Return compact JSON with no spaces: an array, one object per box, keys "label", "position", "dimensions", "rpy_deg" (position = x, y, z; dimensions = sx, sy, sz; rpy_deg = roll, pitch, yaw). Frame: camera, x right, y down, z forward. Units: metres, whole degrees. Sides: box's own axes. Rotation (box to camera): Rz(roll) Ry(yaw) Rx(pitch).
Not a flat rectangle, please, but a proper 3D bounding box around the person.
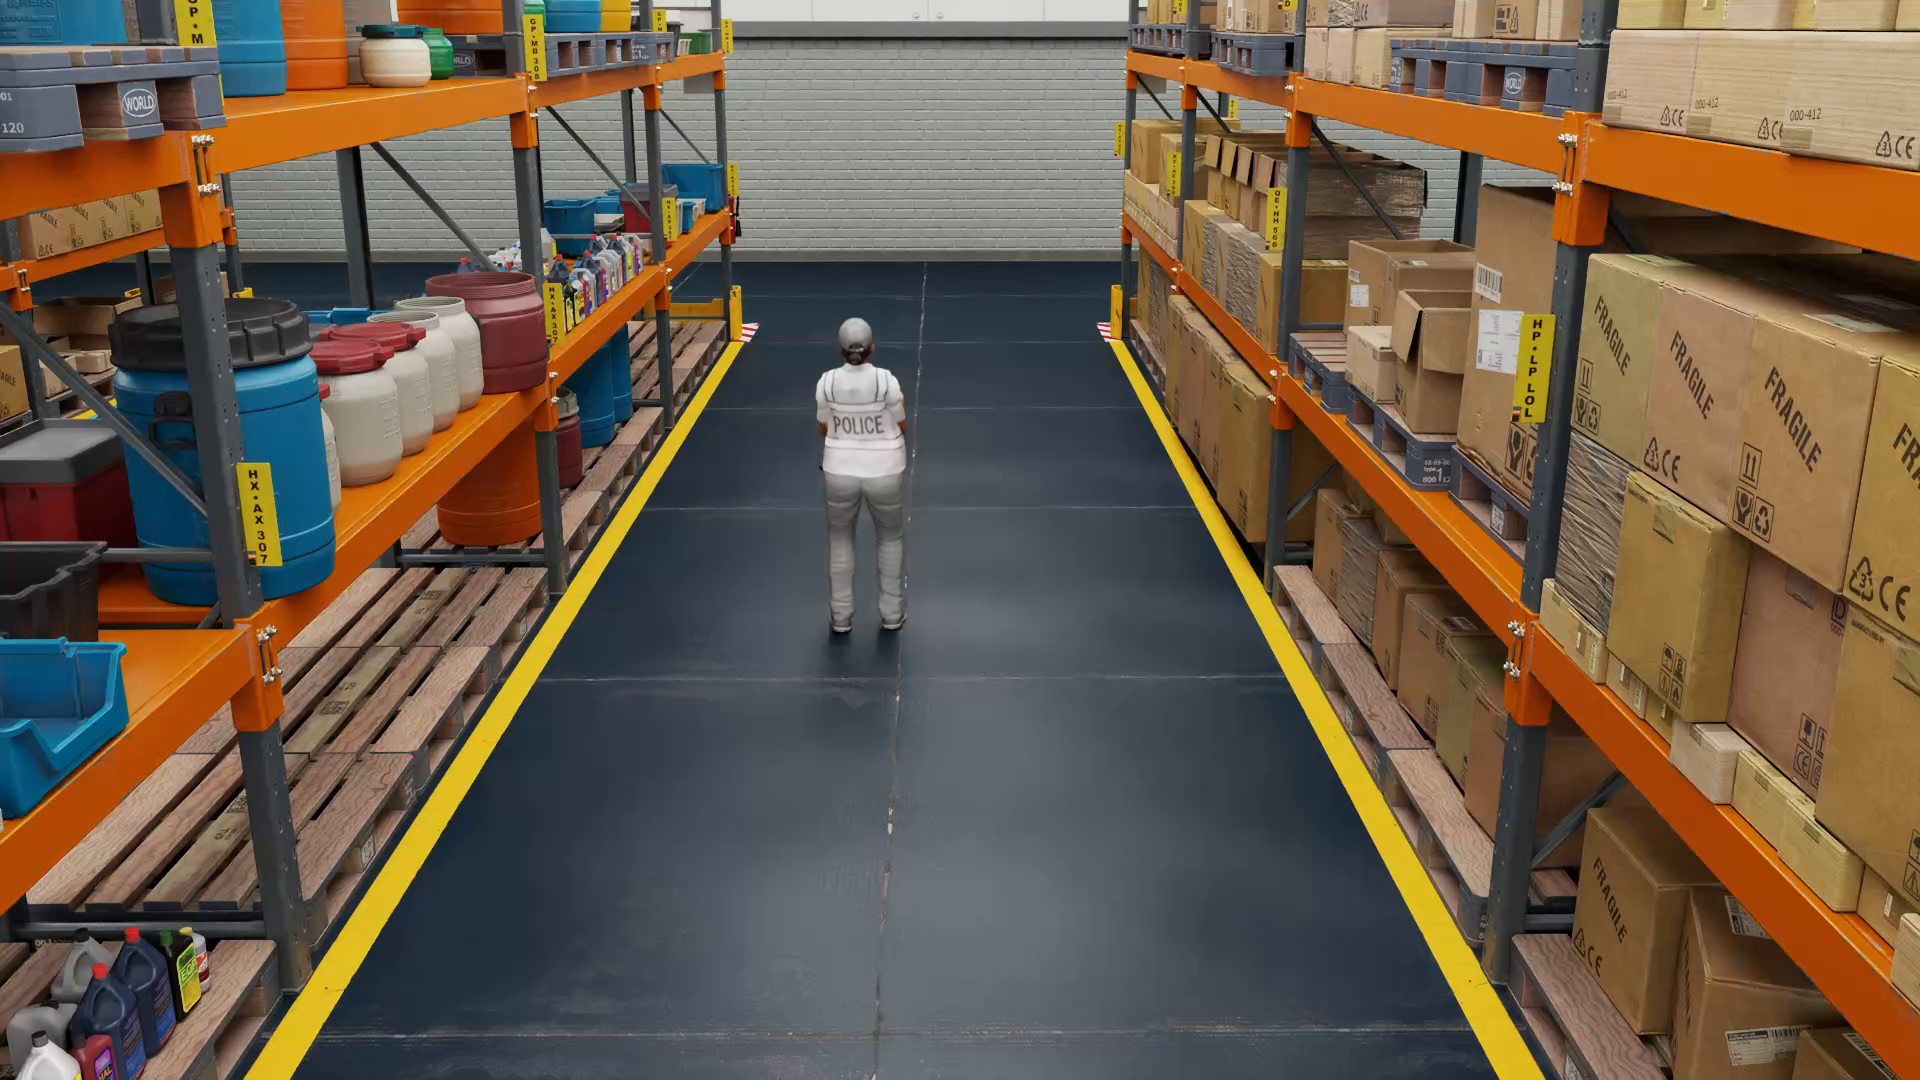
[{"label":"person","position":[-0.499,-0.349,8.667],"dimensions":[0.457,1.662,0.532],"rpy_deg":[1,17,4]}]
